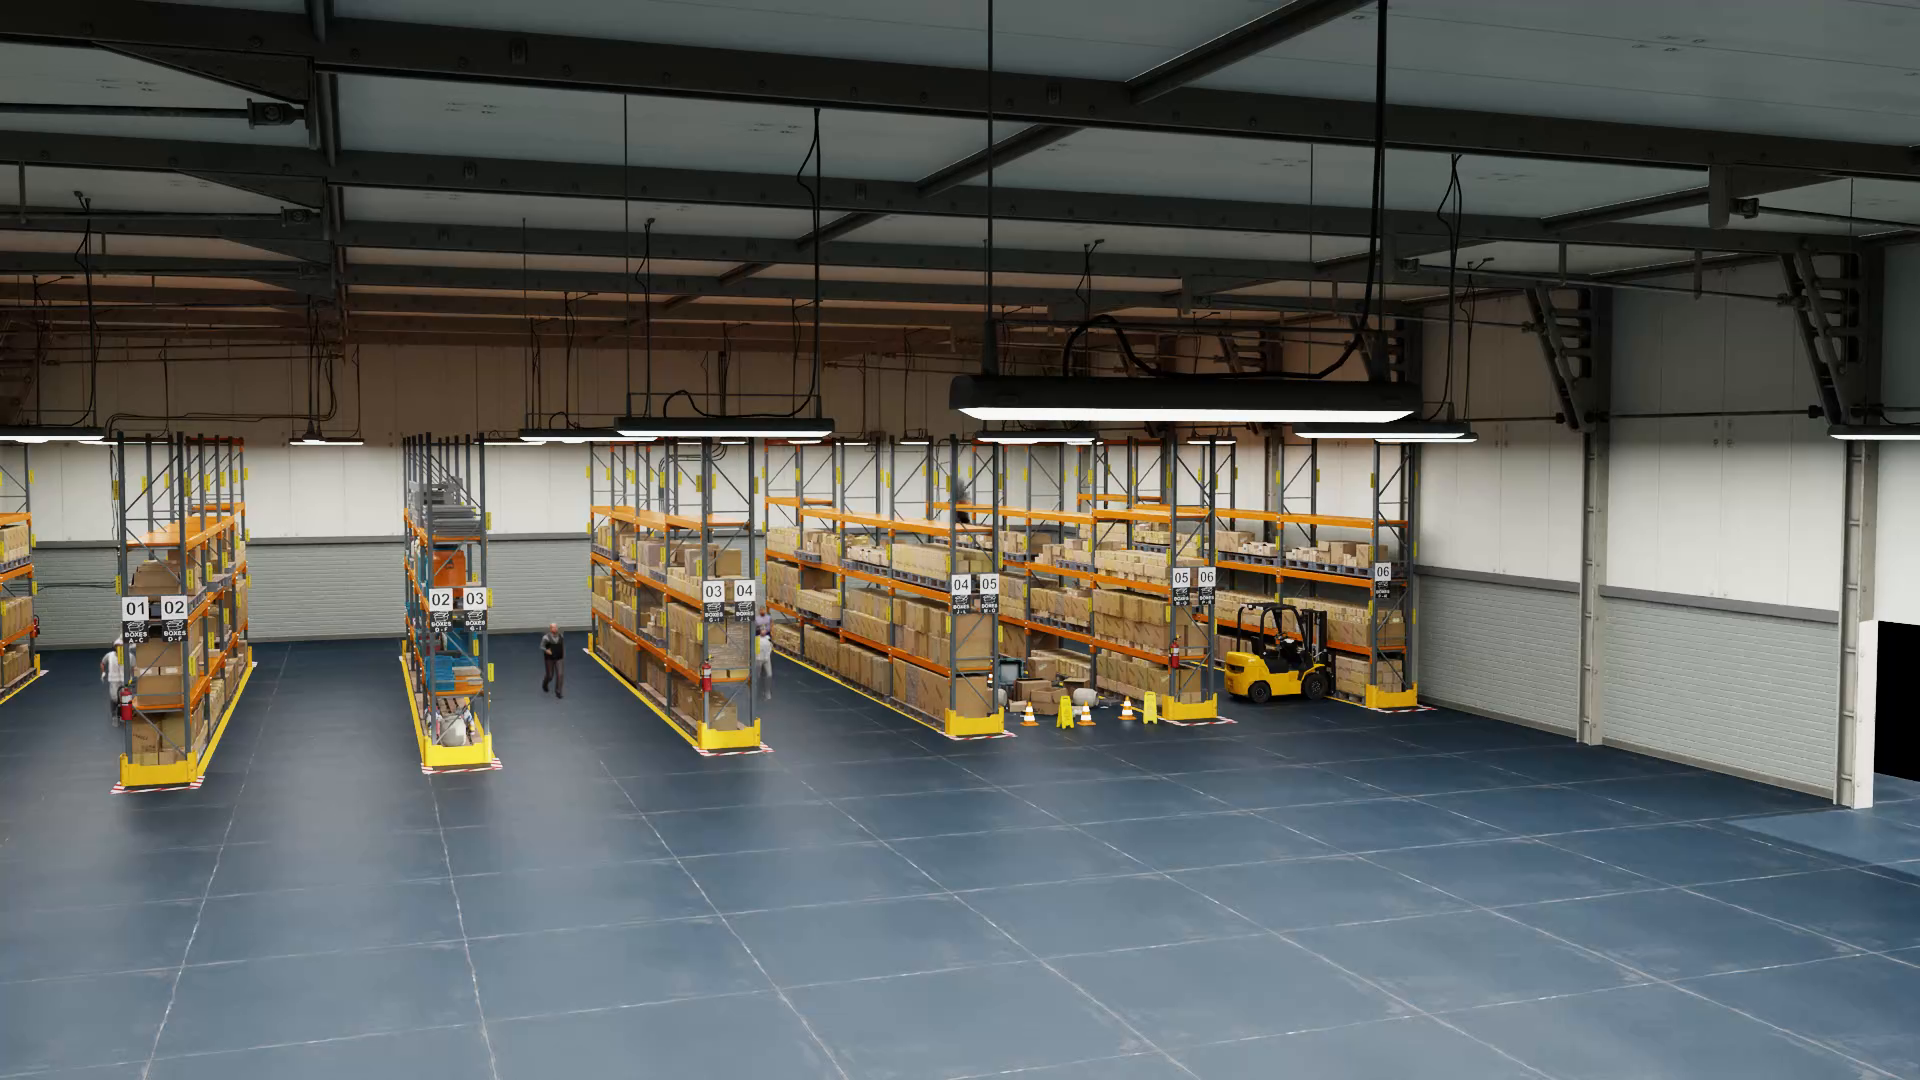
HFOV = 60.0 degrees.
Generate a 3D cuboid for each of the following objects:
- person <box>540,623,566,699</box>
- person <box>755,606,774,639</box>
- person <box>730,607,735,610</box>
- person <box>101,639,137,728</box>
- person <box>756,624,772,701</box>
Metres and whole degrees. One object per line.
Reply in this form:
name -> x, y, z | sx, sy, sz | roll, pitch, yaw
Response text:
person -> -9.344, 2.749, 38.177 | 0.646, 1.712, 0.927 | -2, 4, -32
person -> -5.072, 2.515, 42.928 | 0.619, 1.597, 0.994 | -1, 3, -17
person -> -6.752, 2.327, 47.637 | 0.671, 1.516, 0.531 | 0, 3, 1
person -> -17.267, 2.940, 34.161 | 0.654, 1.824, 0.744 | -2, 4, -30
person -> -4.508, 2.764, 37.898 | 0.607, 1.733, 0.745 | -1, 3, -25
